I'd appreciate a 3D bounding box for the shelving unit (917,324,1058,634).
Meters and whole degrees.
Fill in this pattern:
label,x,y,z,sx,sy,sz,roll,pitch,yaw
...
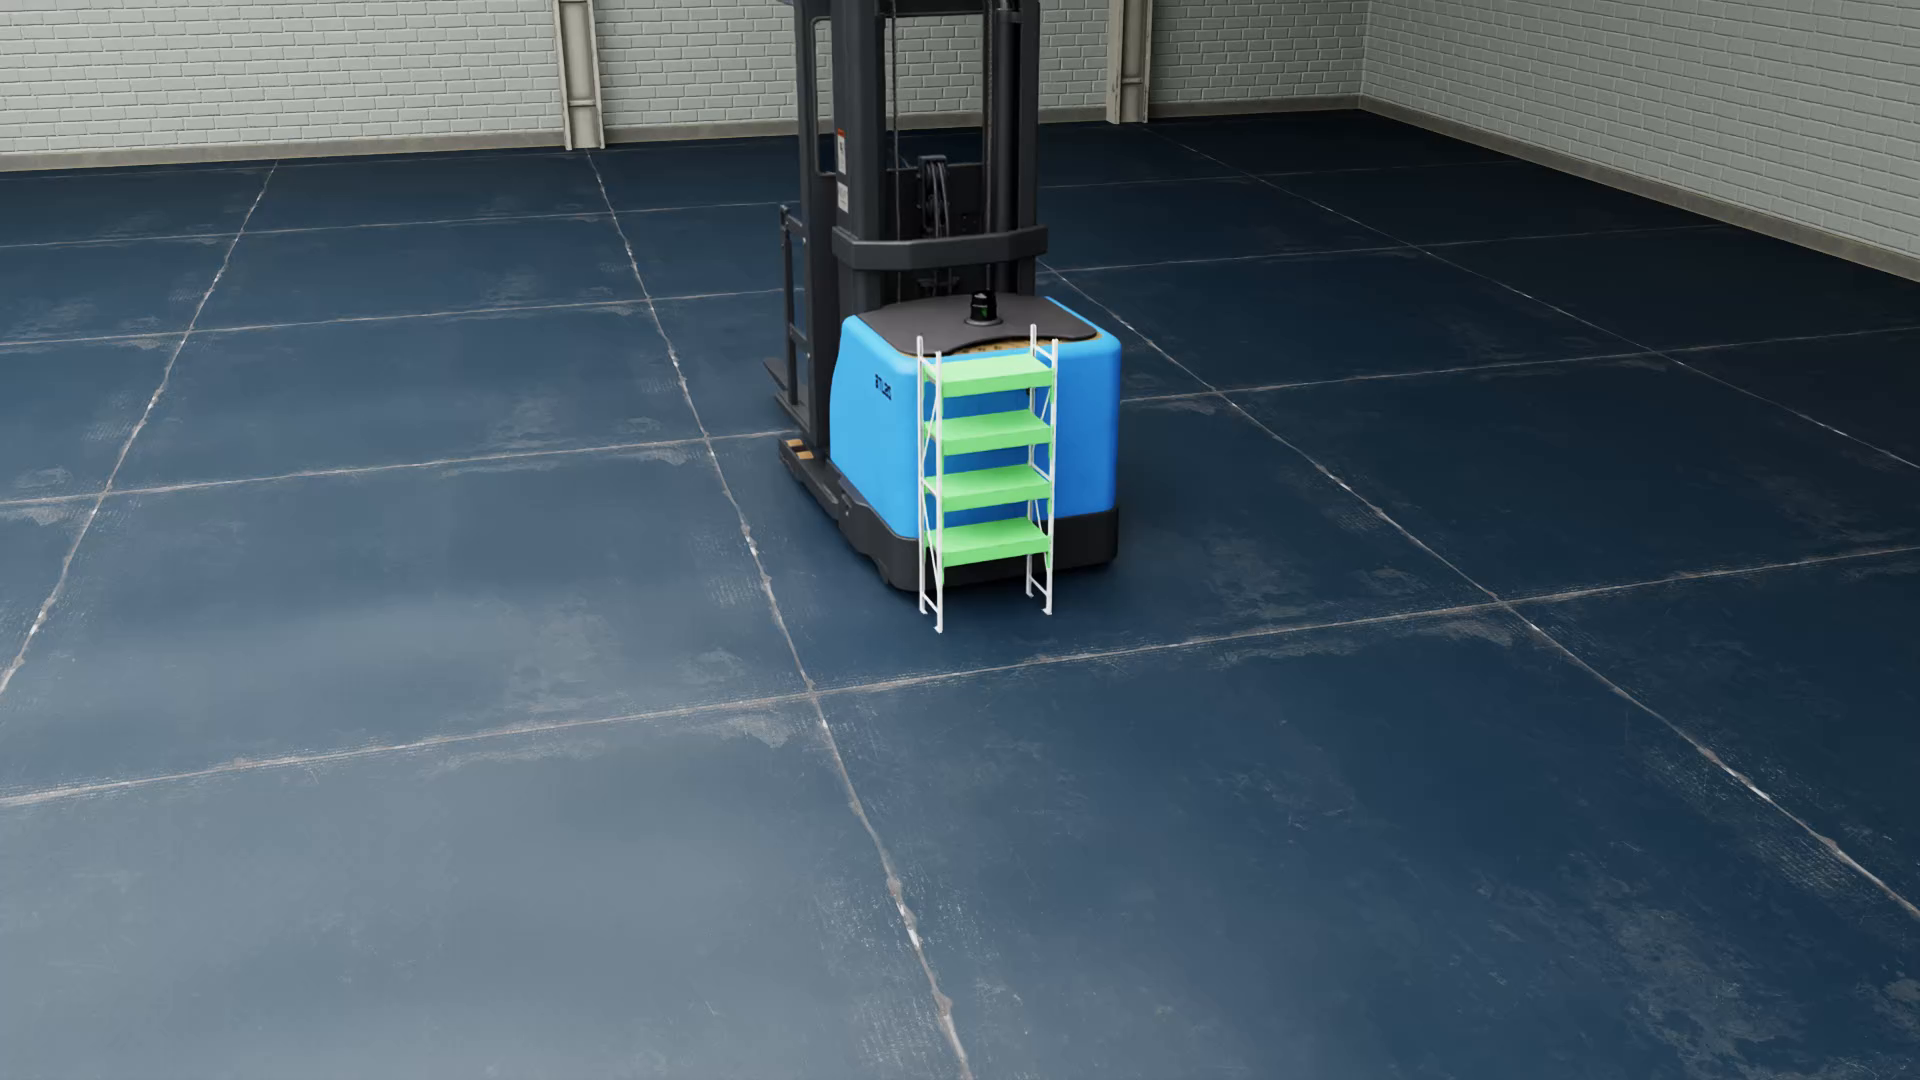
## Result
label,x,y,z,sx,sy,sz,roll,pitch,yaw
shelving unit,0.108,-0.245,6.798,0.503,1.200,0.258,-8,25,-19

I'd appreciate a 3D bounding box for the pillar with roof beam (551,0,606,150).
label,x,y,z,sx,sy,sz,roll,pitch,yaw
pillar with roof beam,-2.733,-6.590,11.695,0.400,9.000,9.100,-6,24,-14

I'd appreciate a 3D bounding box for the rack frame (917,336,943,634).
label,x,y,z,sx,sy,sz,roll,pitch,yaw
rack frame,-0.121,-0.211,6.720,0.015,1.200,0.240,-8,25,-19

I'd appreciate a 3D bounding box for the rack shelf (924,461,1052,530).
label,x,y,z,sx,sy,sz,roll,pitch,yaw
rack shelf,0.108,-0.186,6.824,0.480,0.148,0.258,-8,25,-19

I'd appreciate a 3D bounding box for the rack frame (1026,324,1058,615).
label,x,y,z,sx,sy,sz,roll,pitch,yaw
rack frame,0.336,-0.279,6.877,0.015,1.200,0.240,-8,25,-19

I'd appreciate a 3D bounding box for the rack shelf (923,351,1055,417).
label,x,y,z,sx,sy,sz,roll,pitch,yaw
rack shelf,0.108,-0.627,6.634,0.480,0.148,0.258,-8,25,-19

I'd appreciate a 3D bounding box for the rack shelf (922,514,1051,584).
label,x,y,z,sx,sy,sz,roll,pitch,yaw
rack shelf,0.107,0.034,6.919,0.480,0.148,0.258,-8,25,-19

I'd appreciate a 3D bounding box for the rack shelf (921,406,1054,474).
label,x,y,z,sx,sy,sz,roll,pitch,yaw
rack shelf,0.108,-0.407,6.729,0.480,0.148,0.258,-8,25,-19

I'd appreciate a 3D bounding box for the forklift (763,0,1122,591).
label,x,y,z,sx,sy,sz,roll,pitch,yaw
forklift,-0.291,-1.682,7.952,1.130,2.935,3.031,-8,25,-19

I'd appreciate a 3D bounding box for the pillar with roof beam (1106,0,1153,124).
label,x,y,z,sx,sy,sz,roll,pitch,yaw
pillar with roof beam,3.044,-7.229,13.185,0.400,9.000,9.100,-6,24,-14
